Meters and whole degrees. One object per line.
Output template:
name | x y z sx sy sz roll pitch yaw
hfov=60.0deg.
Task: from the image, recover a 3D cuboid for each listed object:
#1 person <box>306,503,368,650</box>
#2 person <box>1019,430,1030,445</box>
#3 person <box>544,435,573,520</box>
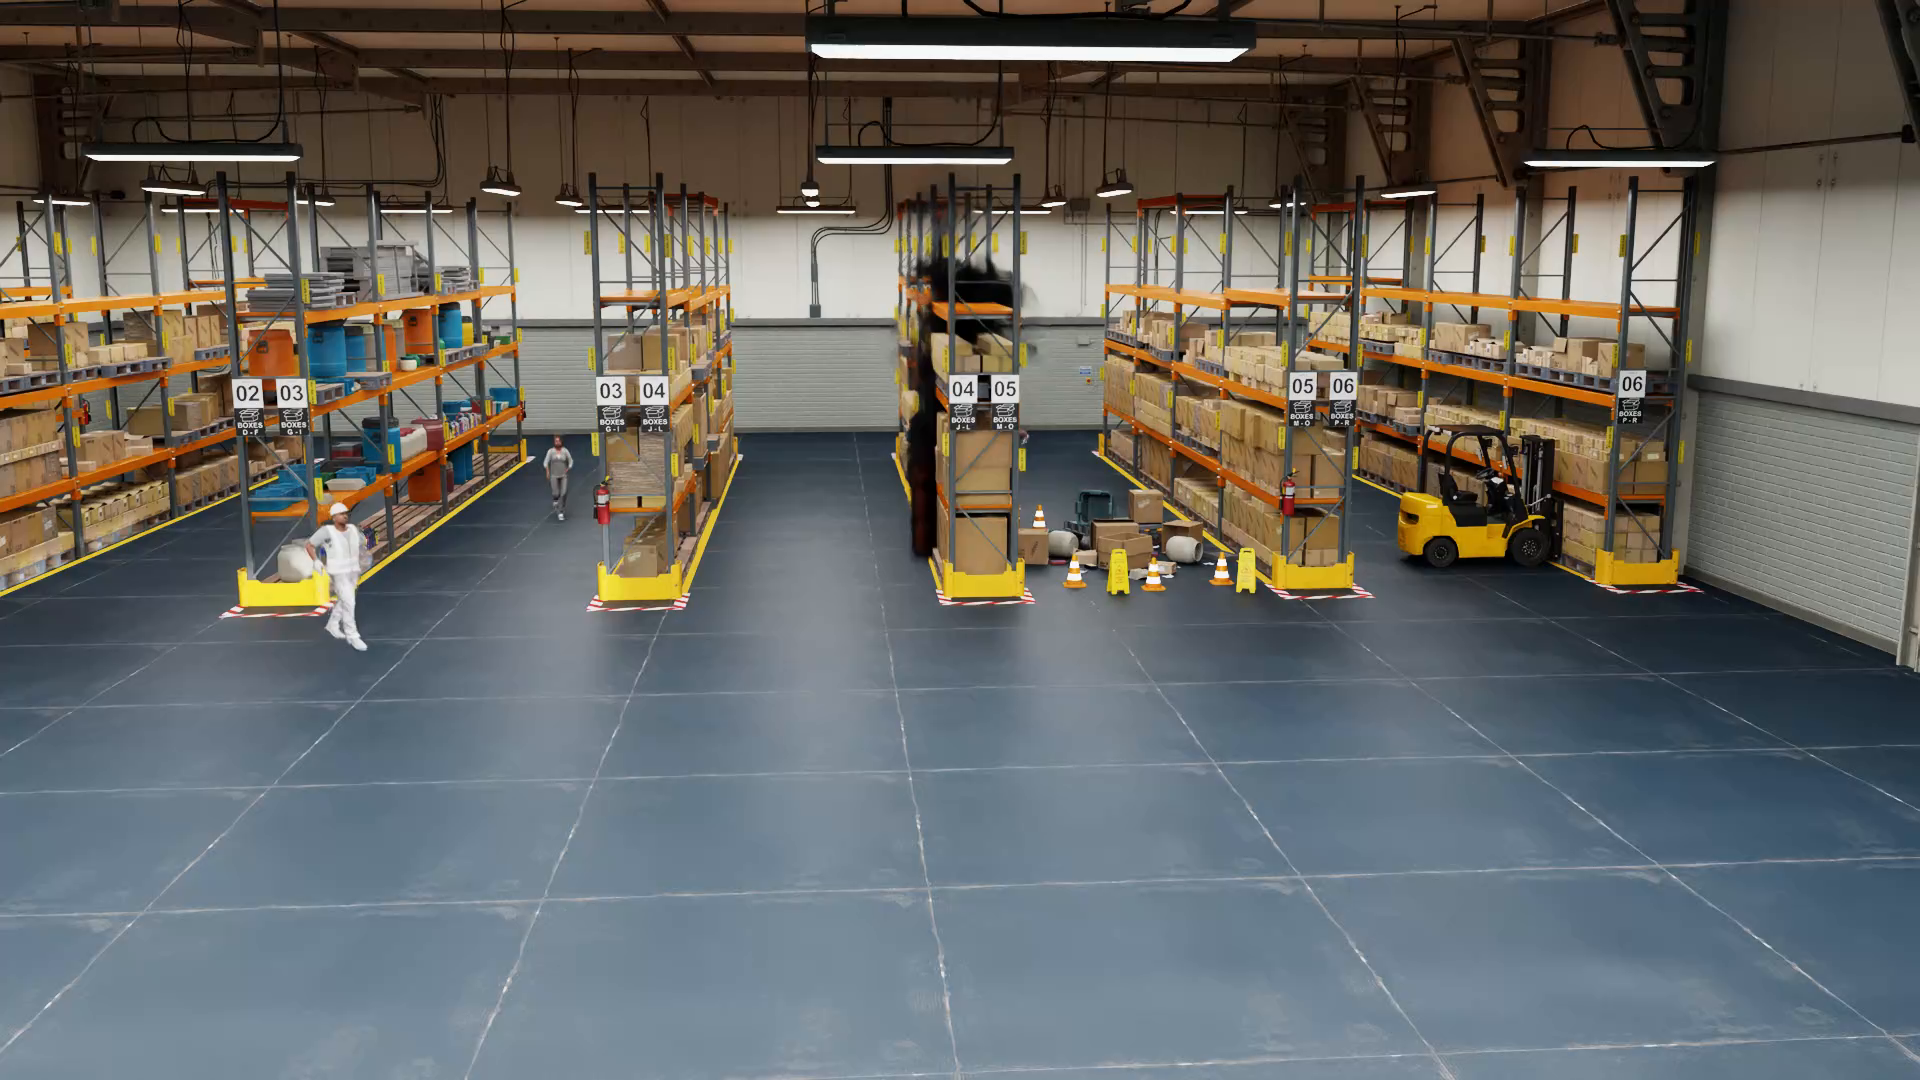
person | -7.801 0.439 21.005 0.842 1.831 0.674 5 11 26
person | 1.302 -3.071 41.378 0.887 1.667 0.587 0 10 2
person | -7.444 -1.165 30.885 0.537 1.560 0.549 -3 10 -17
